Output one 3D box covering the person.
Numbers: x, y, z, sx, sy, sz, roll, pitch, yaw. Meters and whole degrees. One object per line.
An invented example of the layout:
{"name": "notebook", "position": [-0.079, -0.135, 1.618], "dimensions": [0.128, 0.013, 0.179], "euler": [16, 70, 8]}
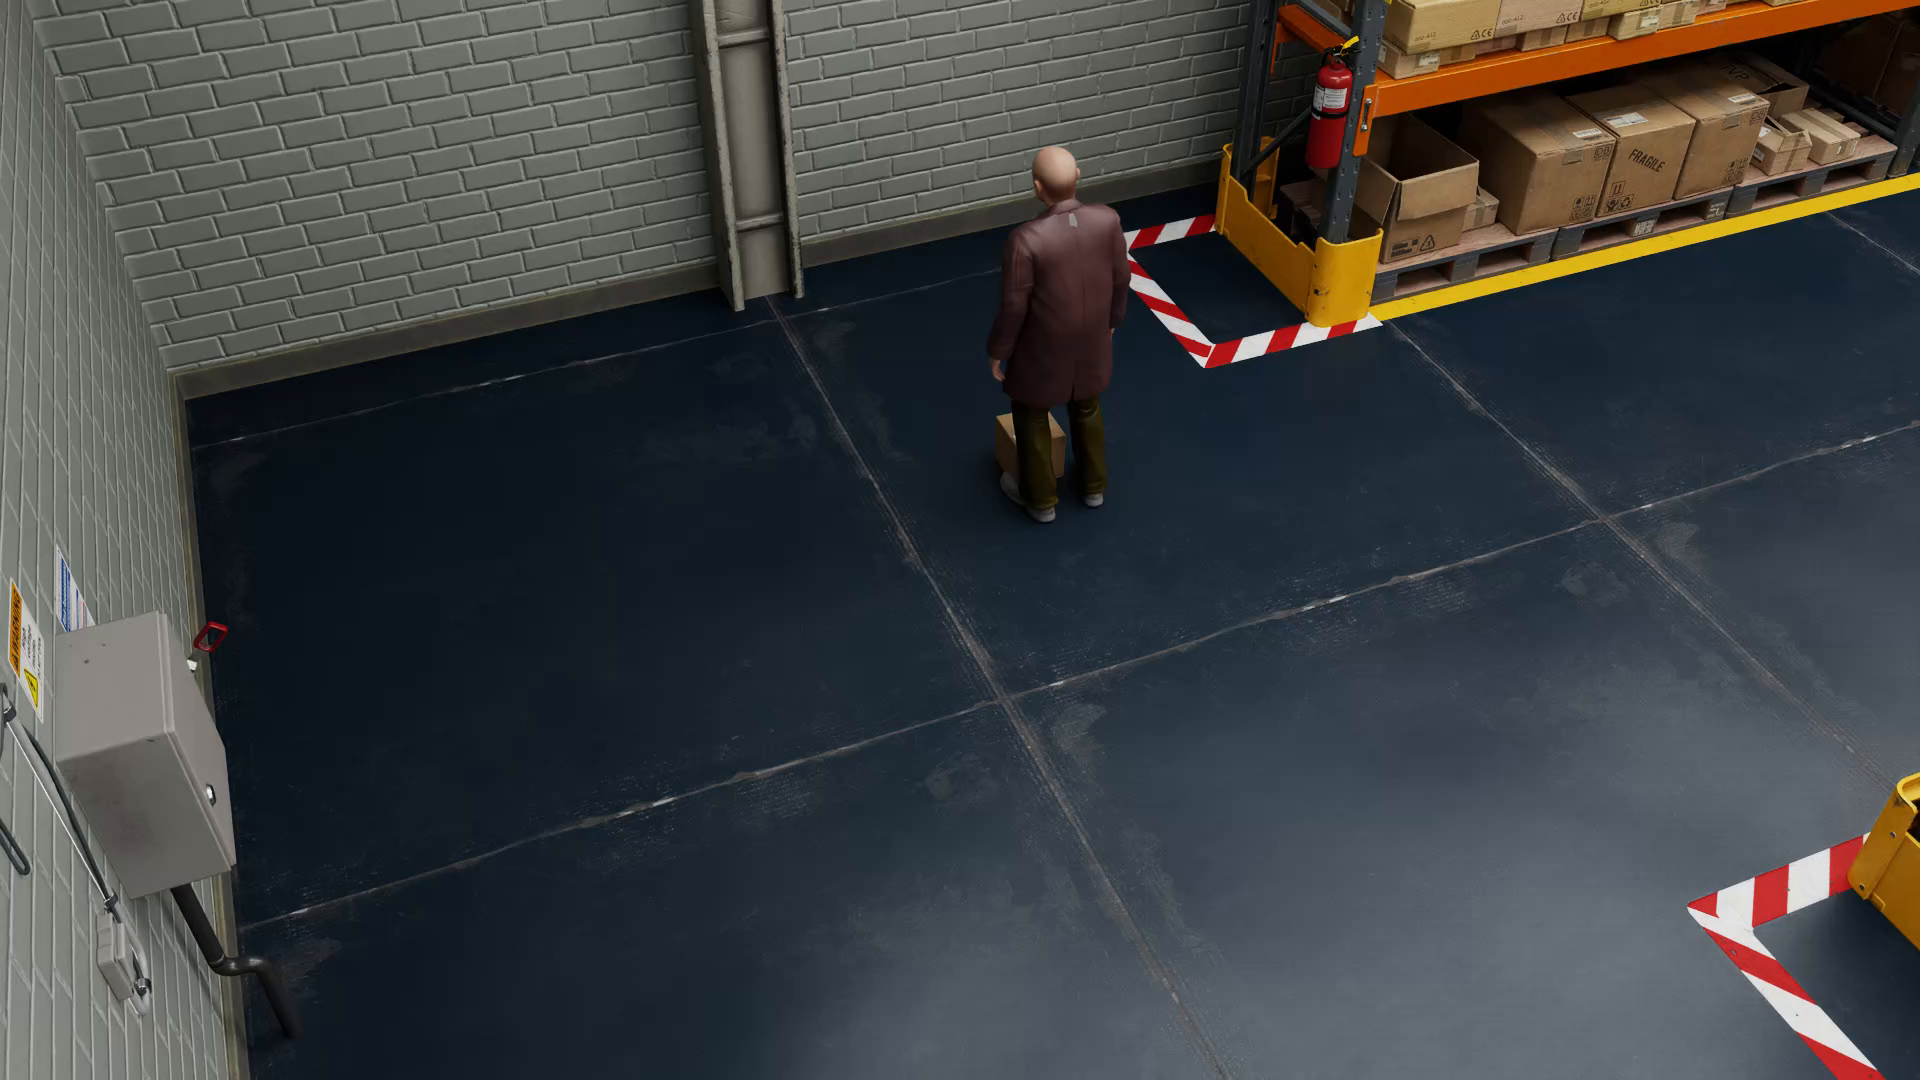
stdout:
{"name": "person", "position": [0.417, -0.861, 7.154], "dimensions": [0.655, 1.775, 0.420], "euler": [-17, 44, -19]}
